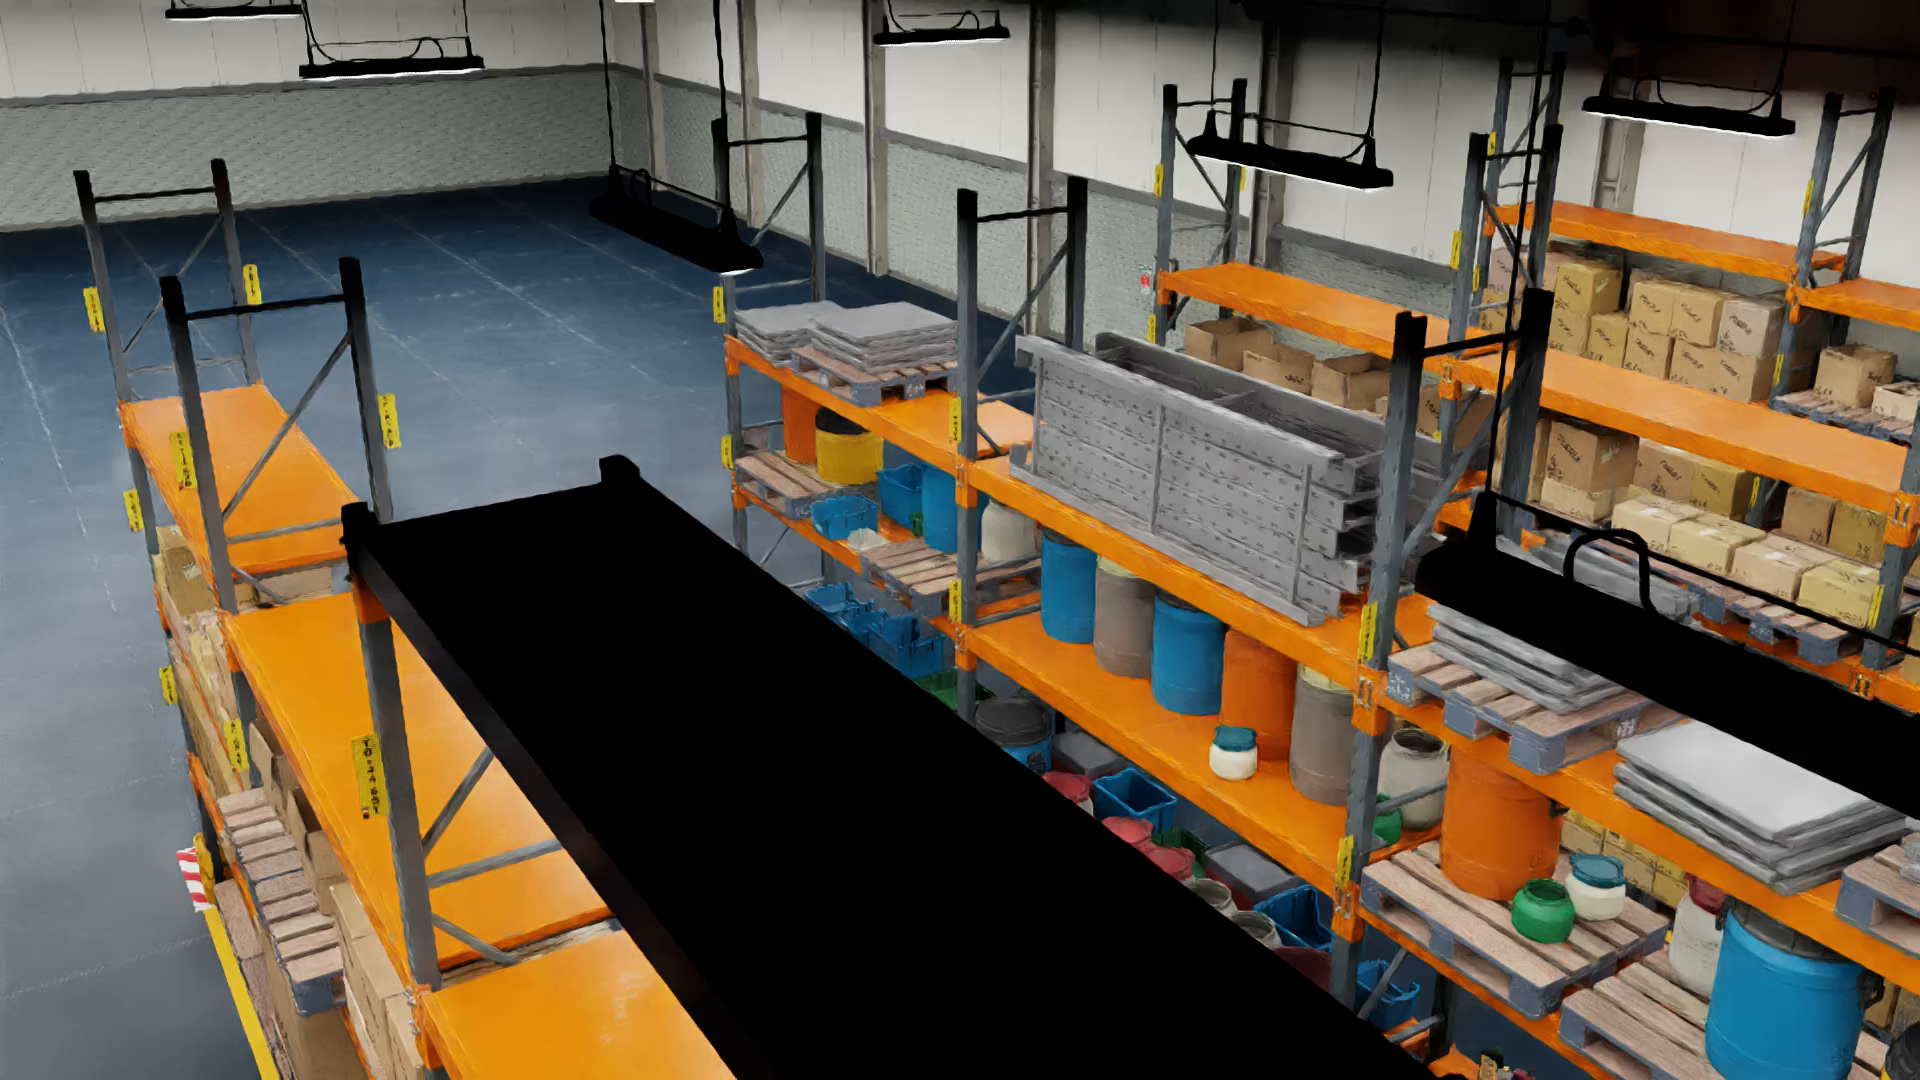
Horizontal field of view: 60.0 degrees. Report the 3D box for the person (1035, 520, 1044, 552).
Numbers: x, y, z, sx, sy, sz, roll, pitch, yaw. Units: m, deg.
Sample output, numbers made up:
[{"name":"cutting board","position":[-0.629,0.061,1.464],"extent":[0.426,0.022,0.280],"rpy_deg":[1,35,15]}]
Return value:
[{"name":"person","position":[0.961,-0.013,19.135],"extent":[0.565,1.713,0.592],"rpy_deg":[9,23,20]}]
